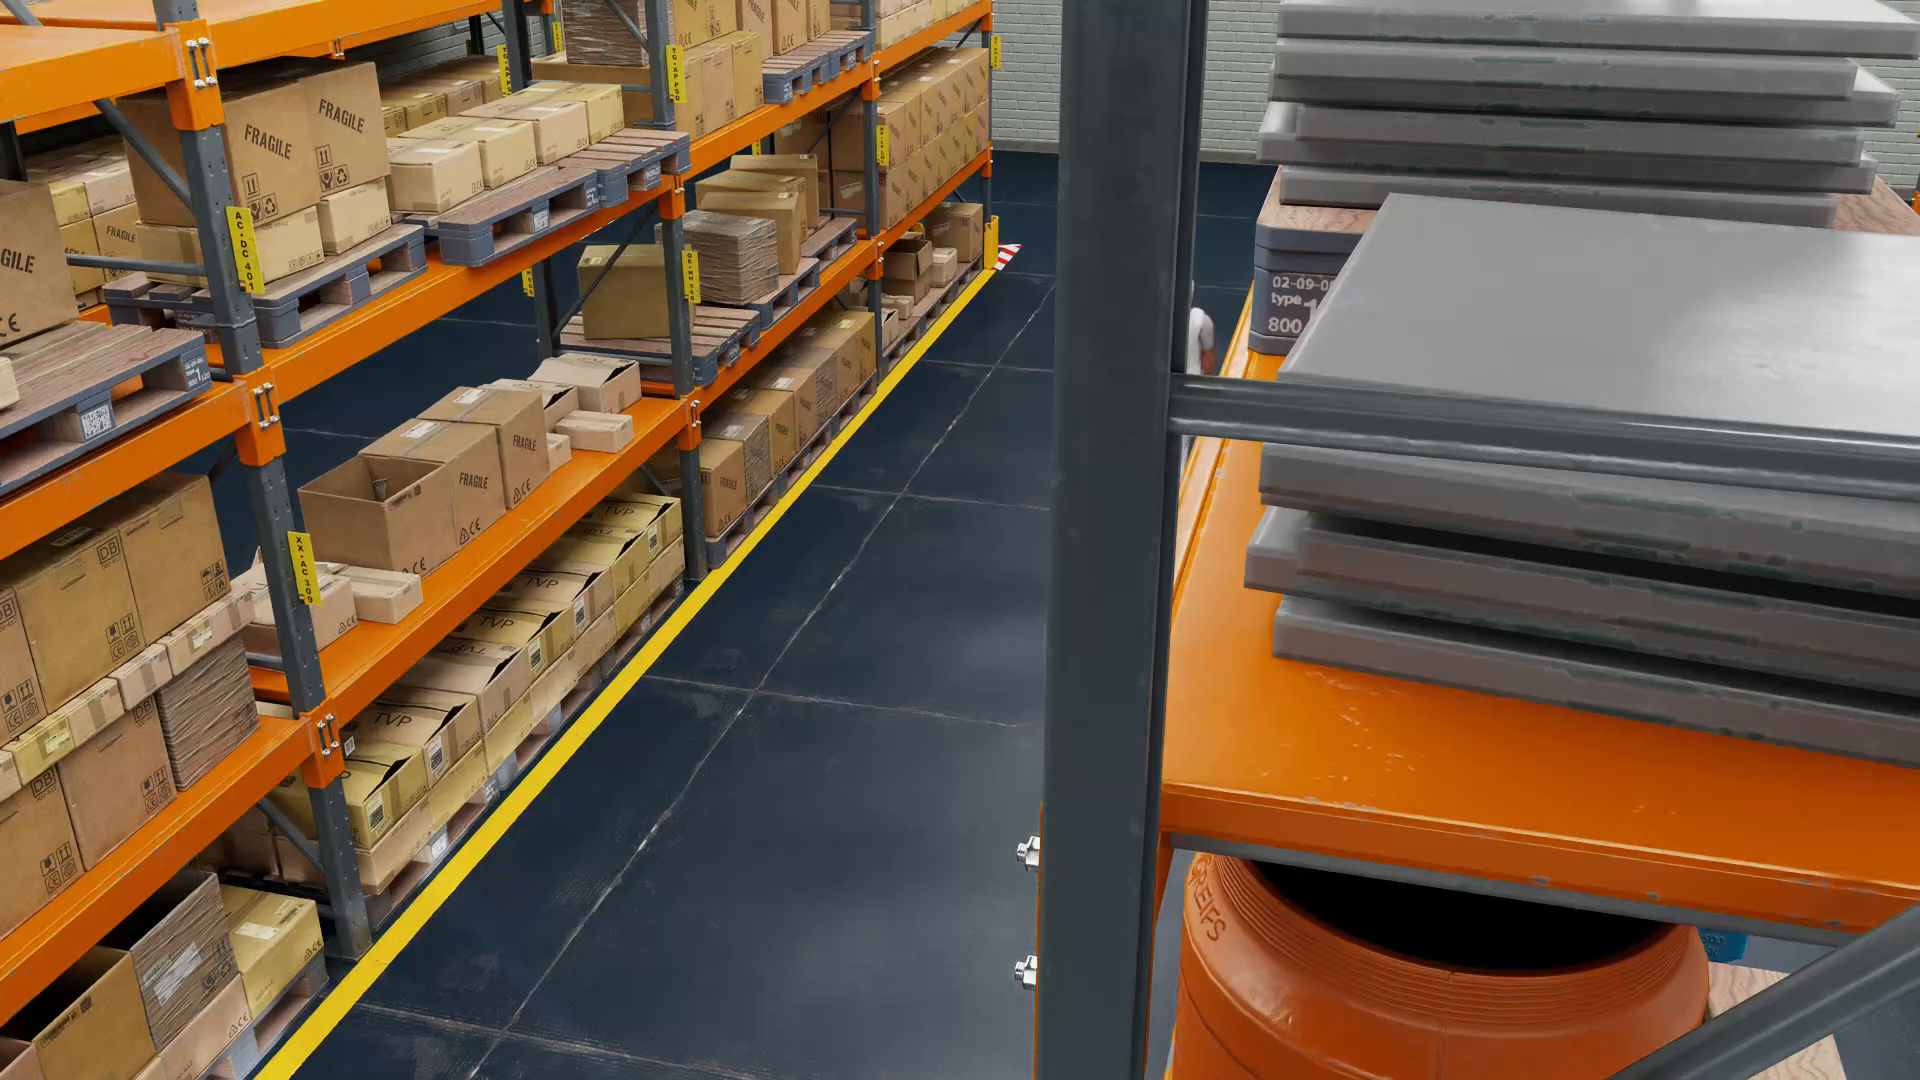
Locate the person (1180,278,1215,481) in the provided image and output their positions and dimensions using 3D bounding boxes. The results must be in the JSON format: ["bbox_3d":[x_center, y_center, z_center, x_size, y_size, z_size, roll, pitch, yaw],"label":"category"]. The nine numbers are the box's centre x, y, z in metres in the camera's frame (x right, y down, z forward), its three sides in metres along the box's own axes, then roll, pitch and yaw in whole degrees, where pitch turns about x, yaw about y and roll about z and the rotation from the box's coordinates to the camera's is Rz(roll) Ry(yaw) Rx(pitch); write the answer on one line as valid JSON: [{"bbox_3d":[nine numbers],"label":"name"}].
[{"bbox_3d":[1.563,-1.139,12.021,0.533,1.747,1.028,6,26,13],"label":"person"}]
